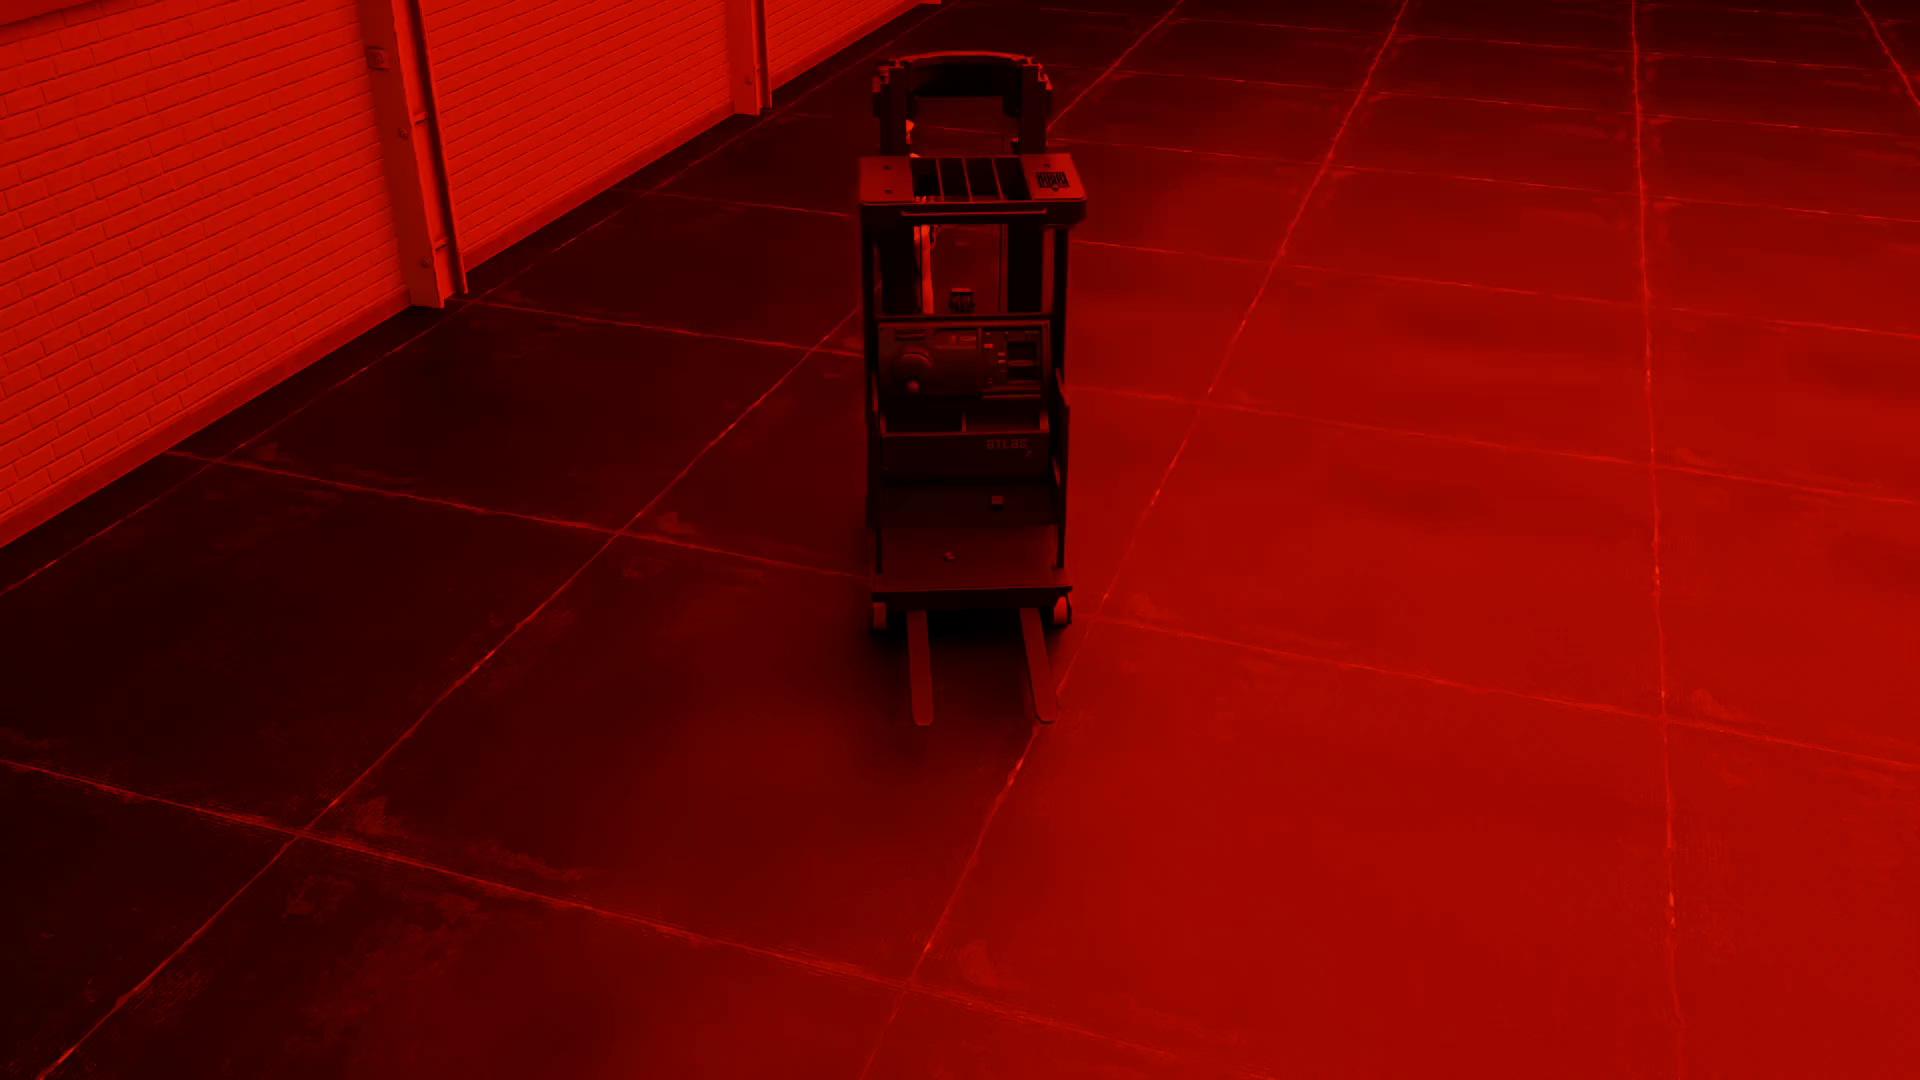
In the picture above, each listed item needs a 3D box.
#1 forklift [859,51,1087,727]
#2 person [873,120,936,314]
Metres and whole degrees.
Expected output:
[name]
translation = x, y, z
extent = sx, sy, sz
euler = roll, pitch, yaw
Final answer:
[forklift]
translation = 0.039, -0.935, 8.777
extent = 1.130, 2.935, 3.031
euler = -2, 30, -3
[person]
translation = -0.413, -2.293, 12.450
extent = 0.514, 1.656, 0.397
euler = -4, 30, -7
